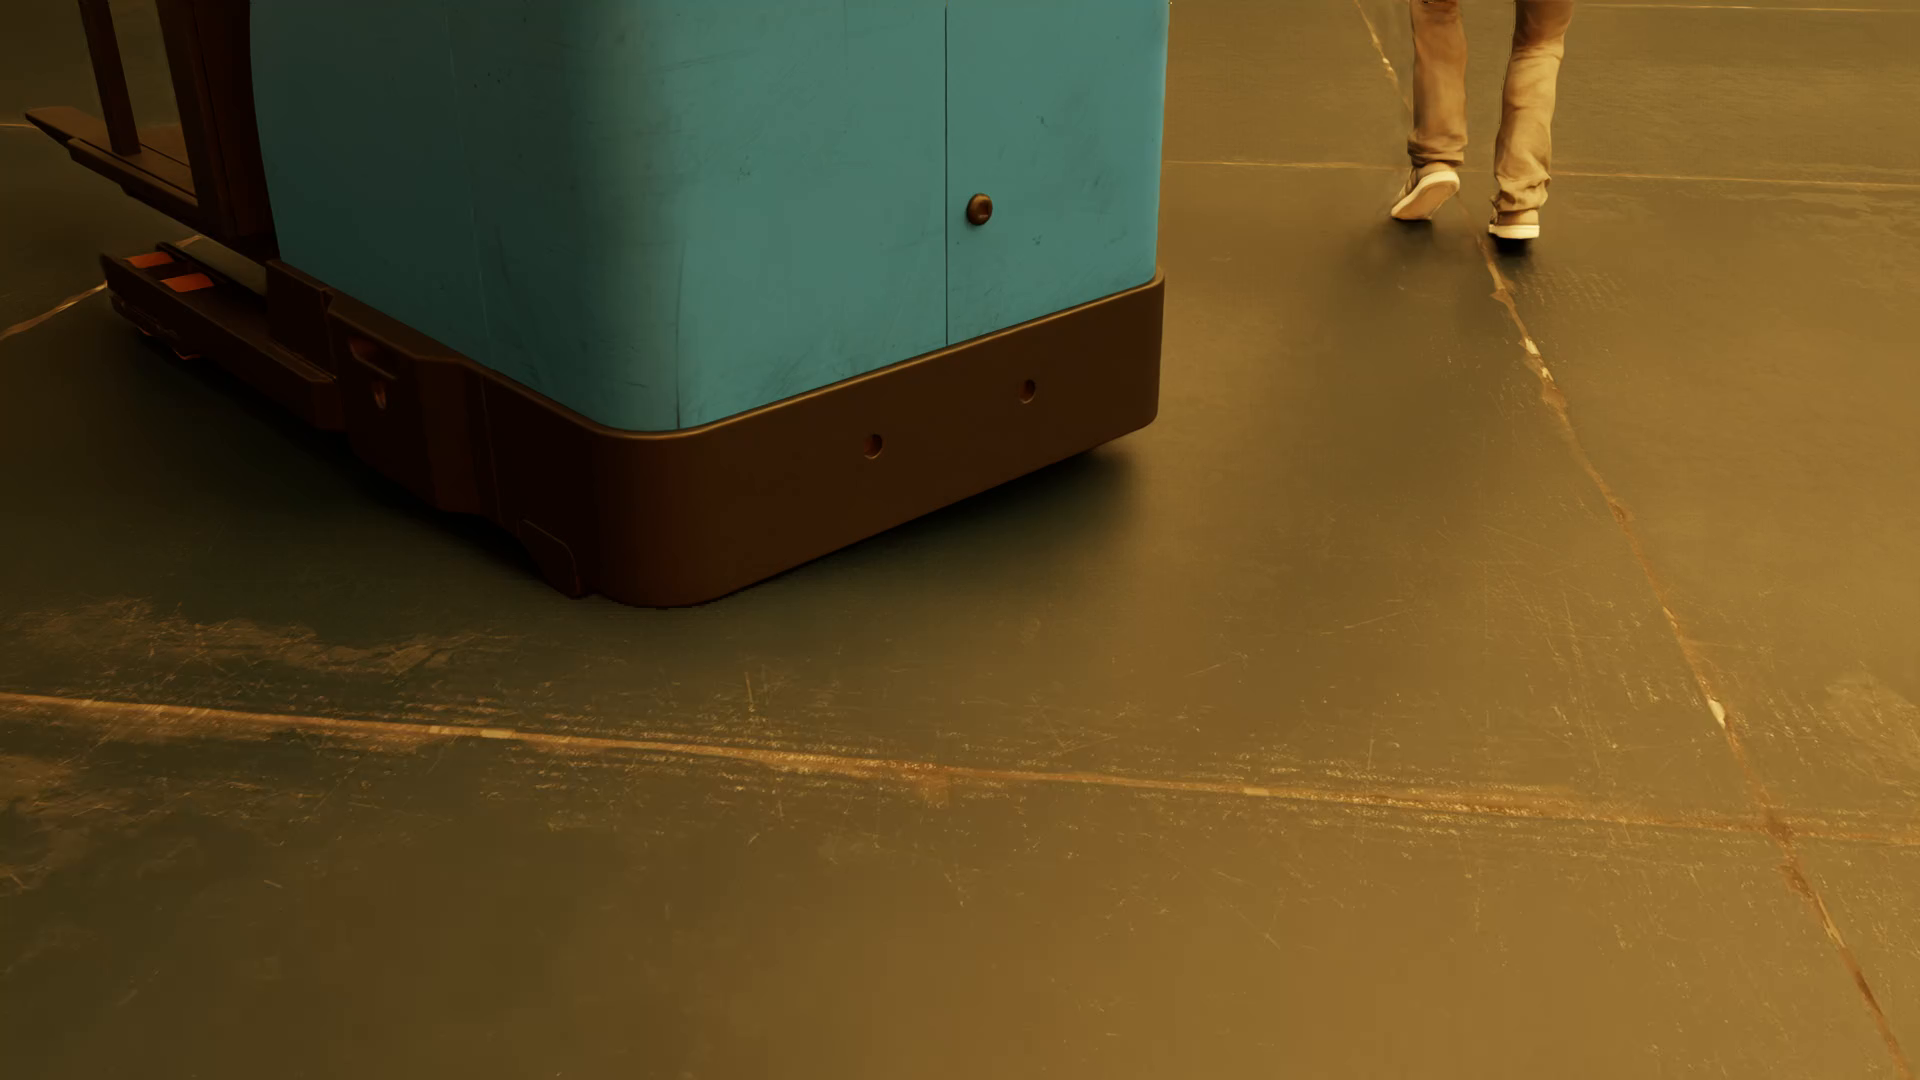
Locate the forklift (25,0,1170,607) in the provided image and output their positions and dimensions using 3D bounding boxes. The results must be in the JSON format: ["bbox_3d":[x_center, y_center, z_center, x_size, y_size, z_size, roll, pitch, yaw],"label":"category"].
[{"bbox_3d":[-1.047,-1.792,2.810,1.130,2.935,3.031,-23,34,-38],"label":"forklift"}]

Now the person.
[{"bbox_3d":[1.230,-1.398,3.628,0.549,1.564,0.671,-1,27,-2],"label":"person"}]
